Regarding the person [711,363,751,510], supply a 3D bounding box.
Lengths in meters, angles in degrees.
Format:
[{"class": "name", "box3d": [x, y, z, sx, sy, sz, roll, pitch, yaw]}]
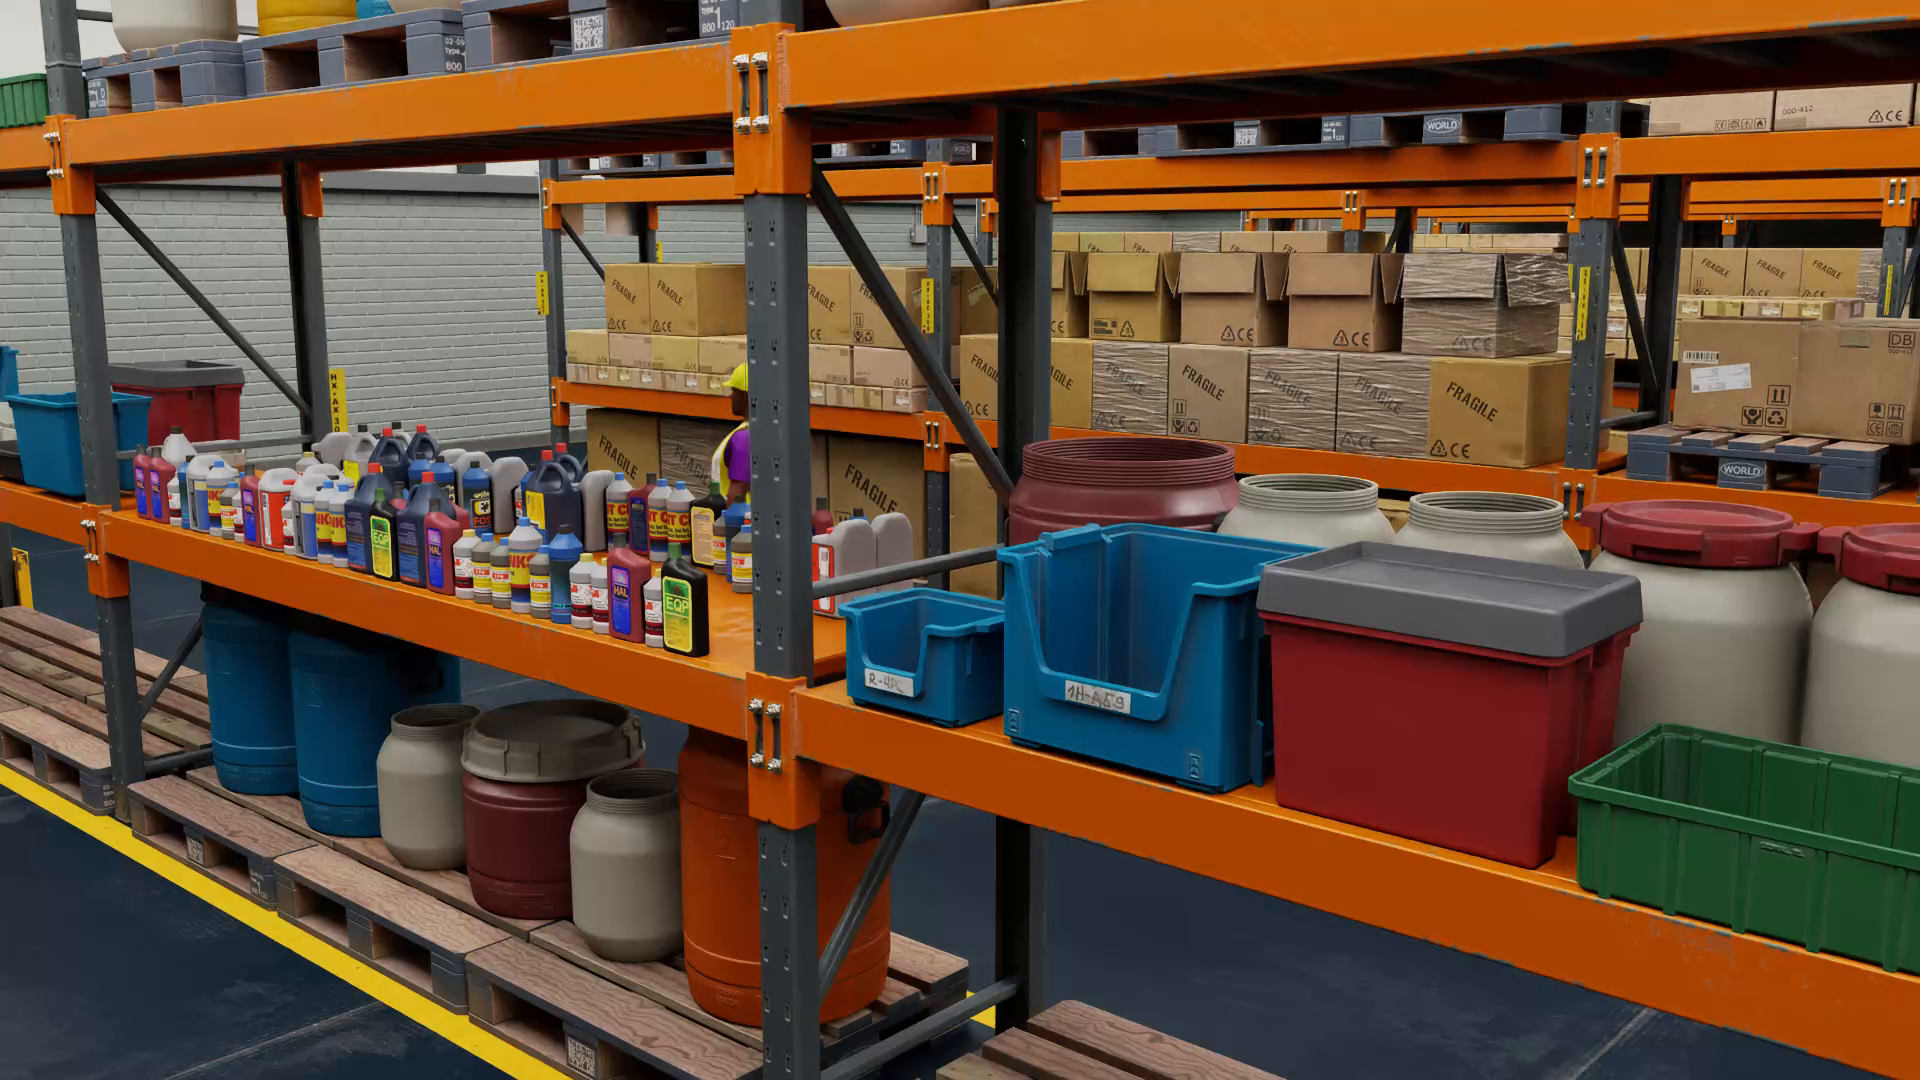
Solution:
[{"class": "person", "box3d": [-1.165, -0.046, 8.629, 0.785, 1.744, 0.583, 1, 10, 3]}]
